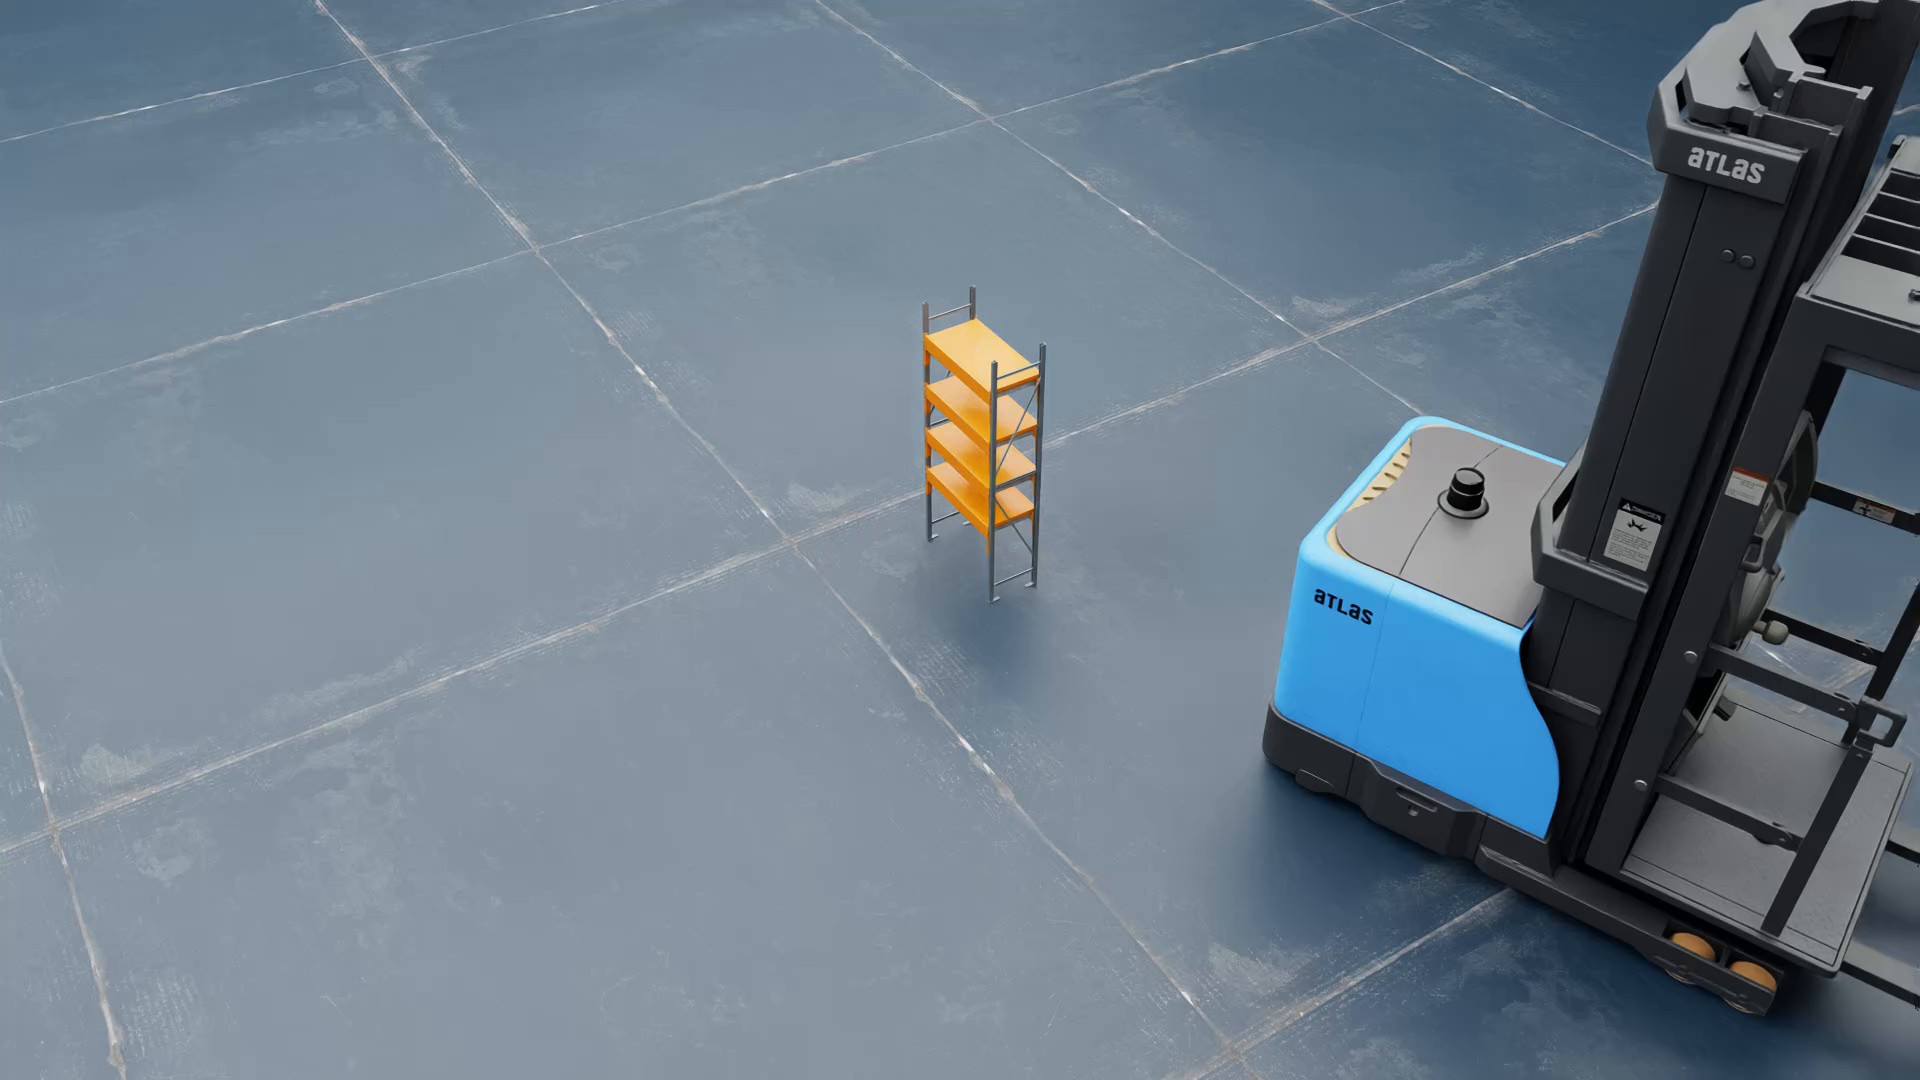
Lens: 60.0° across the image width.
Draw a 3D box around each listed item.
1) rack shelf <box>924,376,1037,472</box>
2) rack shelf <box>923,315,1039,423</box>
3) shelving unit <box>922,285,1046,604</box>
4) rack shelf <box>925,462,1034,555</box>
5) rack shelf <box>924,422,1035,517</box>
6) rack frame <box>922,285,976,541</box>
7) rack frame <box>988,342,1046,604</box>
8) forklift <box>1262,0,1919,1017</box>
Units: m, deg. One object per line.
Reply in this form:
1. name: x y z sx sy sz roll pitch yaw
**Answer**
1. rack shelf: 0.089 -0.492 6.659 0.258 0.148 0.480 -22 45 -24
2. rack shelf: 0.089 -0.673 6.507 0.258 0.148 0.480 -22 45 -24
3. shelving unit: 0.089 -0.372 6.759 0.258 1.200 0.503 -22 45 -24
4. rack shelf: 0.089 -0.167 6.929 0.258 0.148 0.480 -22 45 -24
5. rack shelf: 0.089 -0.320 6.802 0.258 0.148 0.480 -22 45 -24
6. rack frame: -0.042 -0.503 6.917 0.240 1.200 0.015 -22 45 -24
7. rack frame: 0.220 -0.240 6.601 0.240 1.200 0.015 -22 45 -24
8. forklift: 2.619 0.019 4.937 3.031 2.935 1.130 25 46 27
